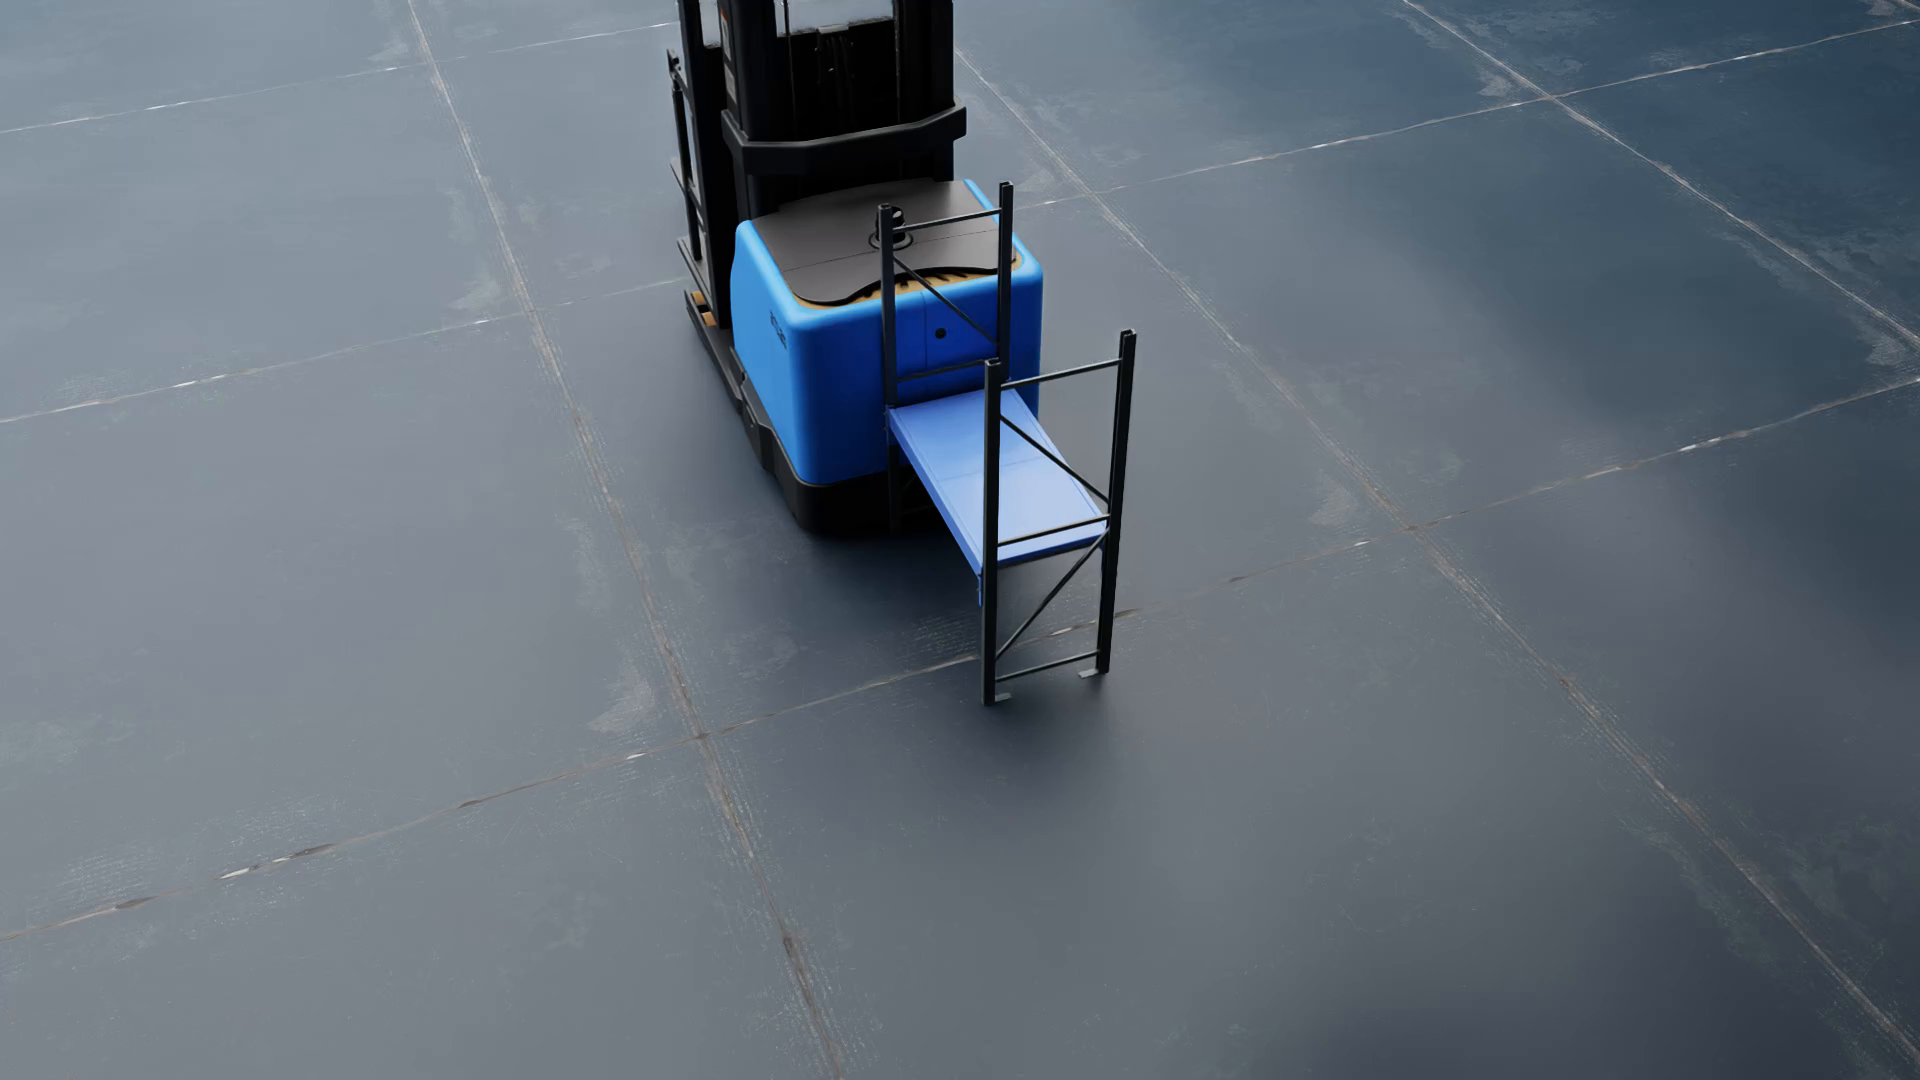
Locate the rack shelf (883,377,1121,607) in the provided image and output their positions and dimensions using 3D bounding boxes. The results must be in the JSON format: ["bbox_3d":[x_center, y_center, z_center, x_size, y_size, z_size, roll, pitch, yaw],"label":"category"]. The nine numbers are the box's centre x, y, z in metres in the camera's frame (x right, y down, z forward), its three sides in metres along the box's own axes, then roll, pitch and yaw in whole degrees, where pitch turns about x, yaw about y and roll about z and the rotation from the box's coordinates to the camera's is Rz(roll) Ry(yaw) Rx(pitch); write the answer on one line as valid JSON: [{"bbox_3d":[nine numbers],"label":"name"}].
[{"bbox_3d":[0.133,-0.202,6.111,0.538,0.185,1.000,-14,43,-16],"label":"rack shelf"}]

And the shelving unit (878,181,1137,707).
[{"bbox_3d":[0.133,-0.339,5.994,0.538,1.500,1.048,-14,43,-16],"label":"shelving unit"}]

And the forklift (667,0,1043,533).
[{"bbox_3d":[-0.665,-2.106,6.951,1.130,2.935,3.031,-14,43,-16],"label":"forklift"}]

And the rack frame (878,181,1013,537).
[{"bbox_3d":[-0.048,-0.648,6.354,0.500,1.500,0.032,-14,43,-16],"label":"rack frame"}]

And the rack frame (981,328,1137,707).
[{"bbox_3d":[0.315,-0.029,5.634,0.500,1.500,0.032,-14,43,-16],"label":"rack frame"}]
